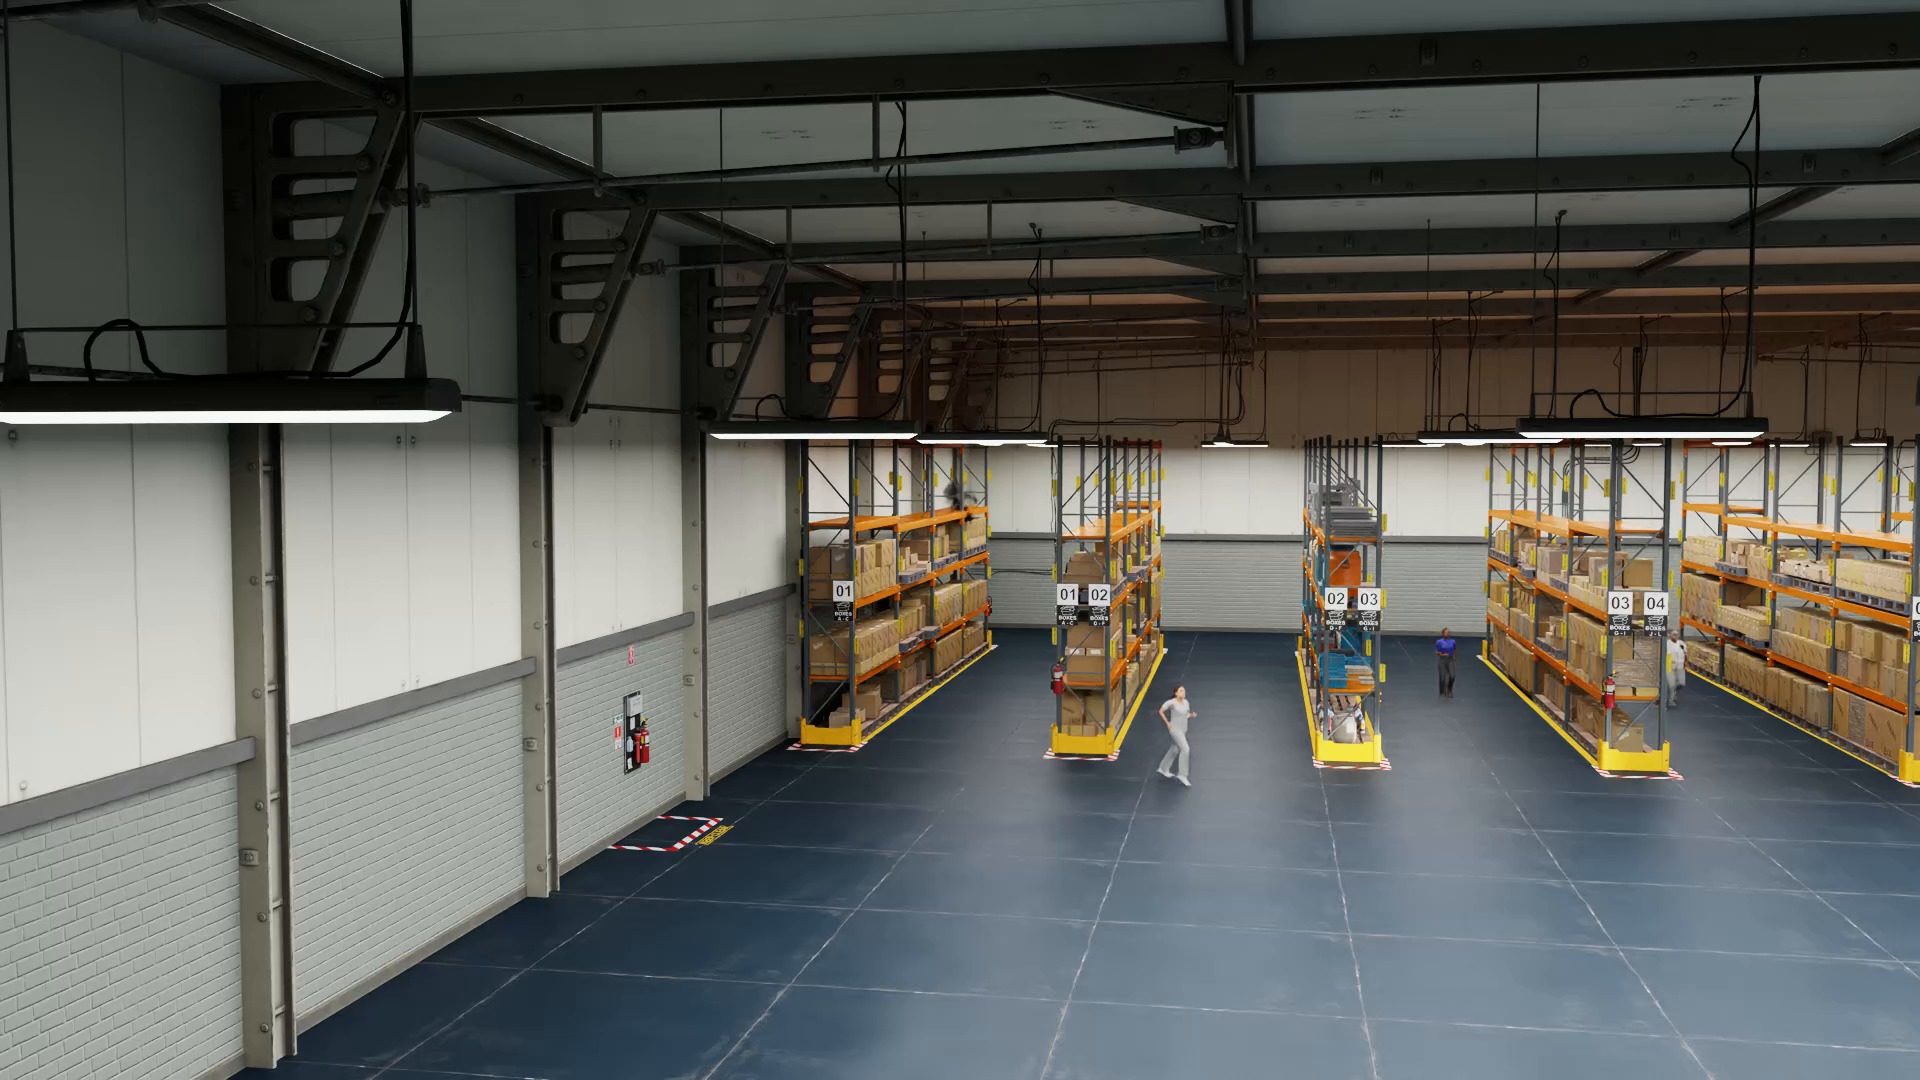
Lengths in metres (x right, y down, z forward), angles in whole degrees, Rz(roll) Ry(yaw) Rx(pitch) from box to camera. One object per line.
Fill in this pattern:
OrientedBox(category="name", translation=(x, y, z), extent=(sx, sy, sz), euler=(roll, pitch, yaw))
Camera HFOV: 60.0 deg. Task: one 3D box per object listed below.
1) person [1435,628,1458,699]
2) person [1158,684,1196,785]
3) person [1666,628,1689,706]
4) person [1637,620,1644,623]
OrientedBox(category="person", translation=(11.174, 2.834, 38.139), extent=(0.549, 1.628, 0.649), euler=(0, 3, 5))
OrientedBox(category="person", translation=(3.752, 3.344, 28.731), extent=(0.762, 1.731, 0.539), euler=(3, 4, 44))
OrientedBox(category="person", translation=(16.014, 2.844, 37.239), extent=(0.658, 1.738, 0.591), euler=(0, 3, 6))
OrientedBox(category="person", translation=(17.723, 2.544, 42.906), extent=(0.721, 1.751, 0.679), euler=(1, 3, 18))
